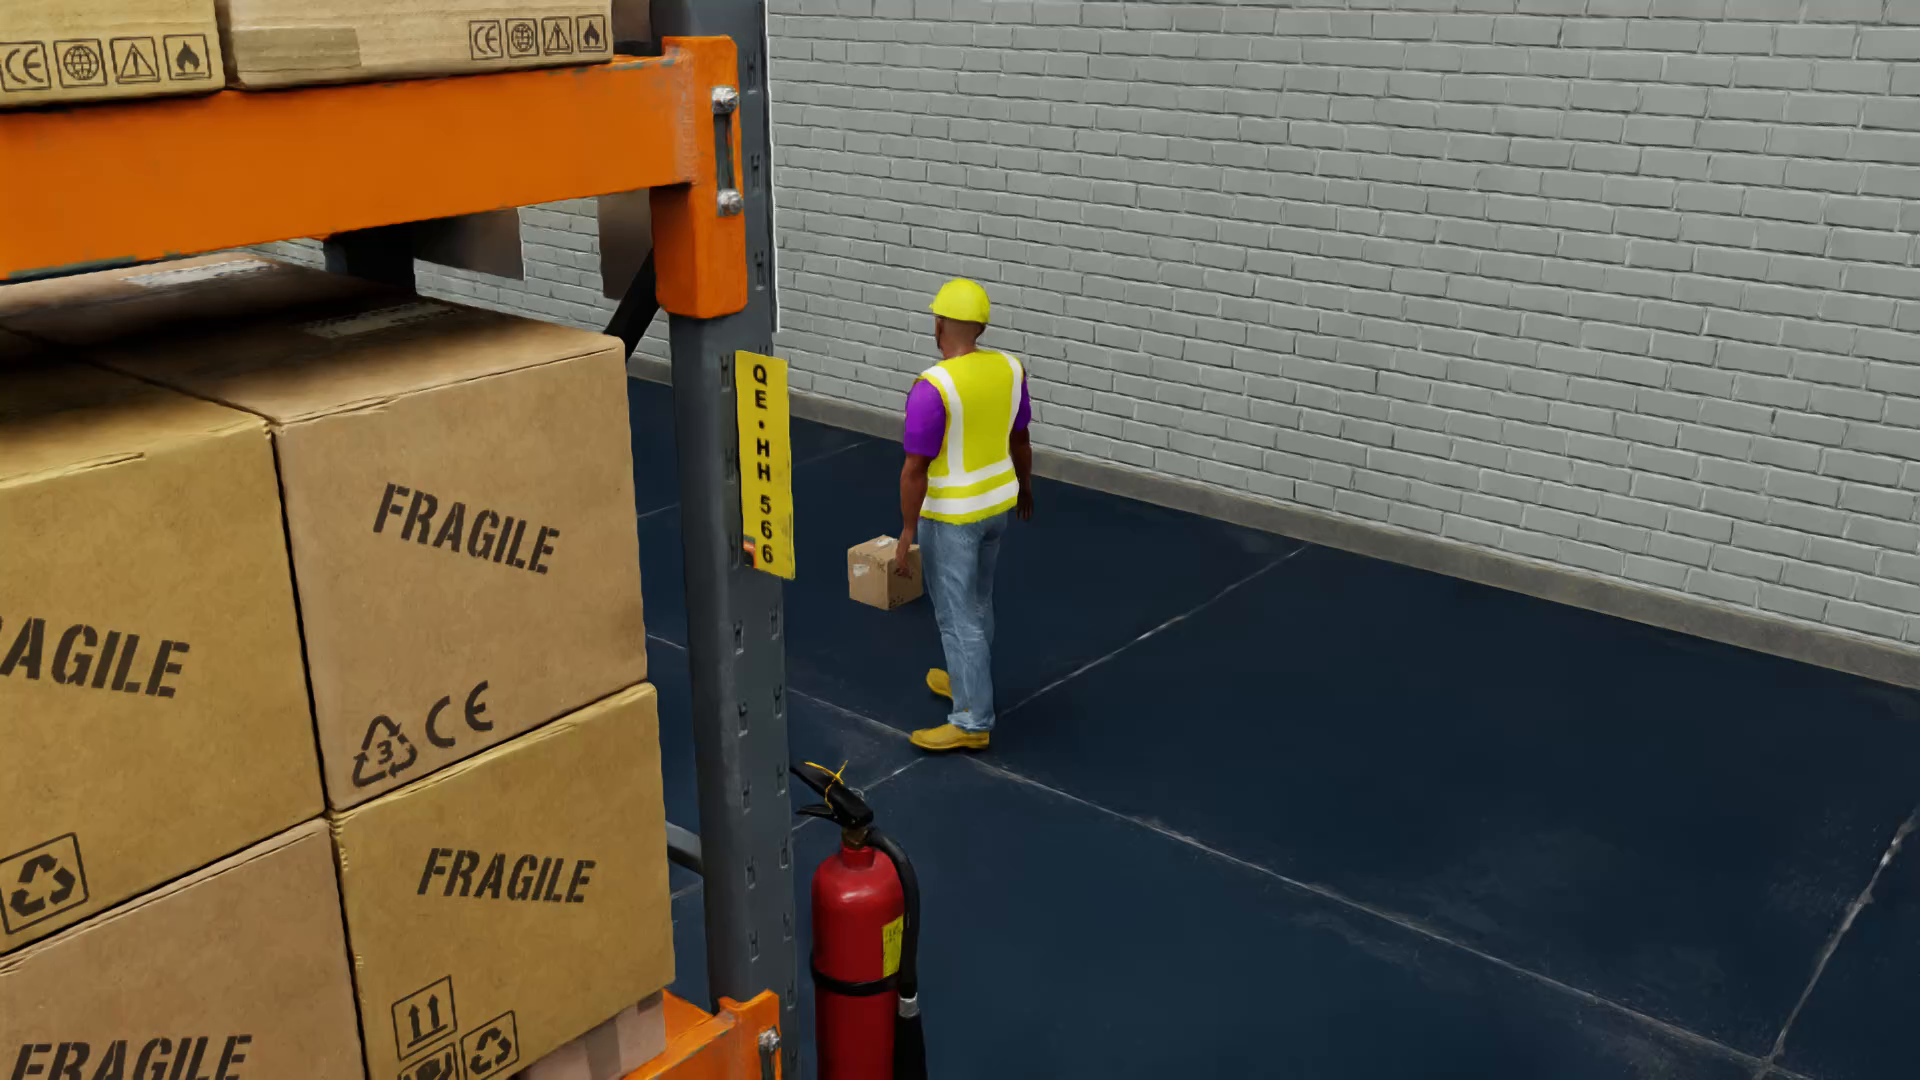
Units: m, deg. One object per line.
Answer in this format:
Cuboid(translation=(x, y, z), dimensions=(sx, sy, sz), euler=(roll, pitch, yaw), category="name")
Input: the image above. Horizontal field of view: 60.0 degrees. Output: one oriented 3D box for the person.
Cuboid(translation=(0.004, -0.127, 6.354), dimensions=(0.582, 1.768, 0.738), euler=(18, 27, 40), category="person")
